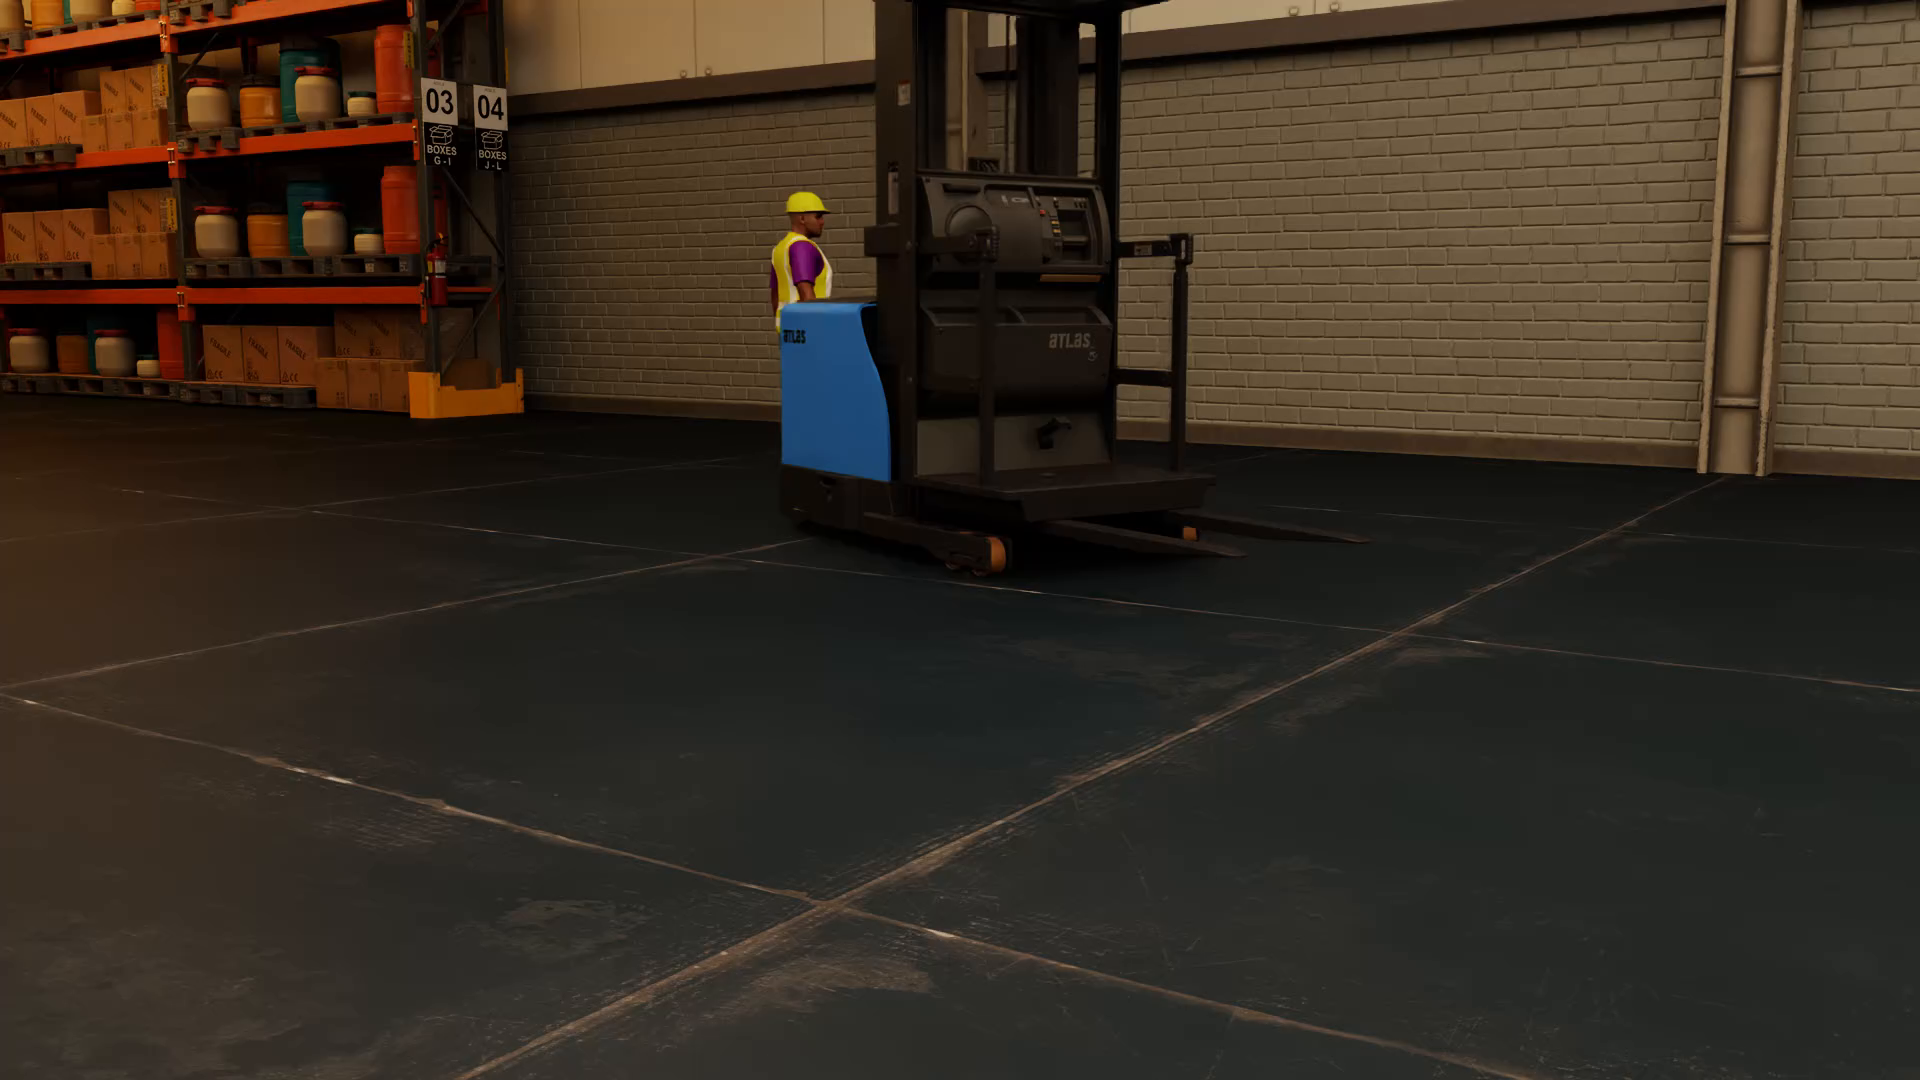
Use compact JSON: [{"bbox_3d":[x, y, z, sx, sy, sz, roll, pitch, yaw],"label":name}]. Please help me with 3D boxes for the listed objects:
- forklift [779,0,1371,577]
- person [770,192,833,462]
[{"bbox_3d":[0.367,-1.379,6.890,1.130,2.935,3.031,-5,10,-33],"label":"forklift"},{"bbox_3d":[-0.945,-1.309,10.548,0.419,1.768,0.687,-4,9,-27],"label":"person"}]
